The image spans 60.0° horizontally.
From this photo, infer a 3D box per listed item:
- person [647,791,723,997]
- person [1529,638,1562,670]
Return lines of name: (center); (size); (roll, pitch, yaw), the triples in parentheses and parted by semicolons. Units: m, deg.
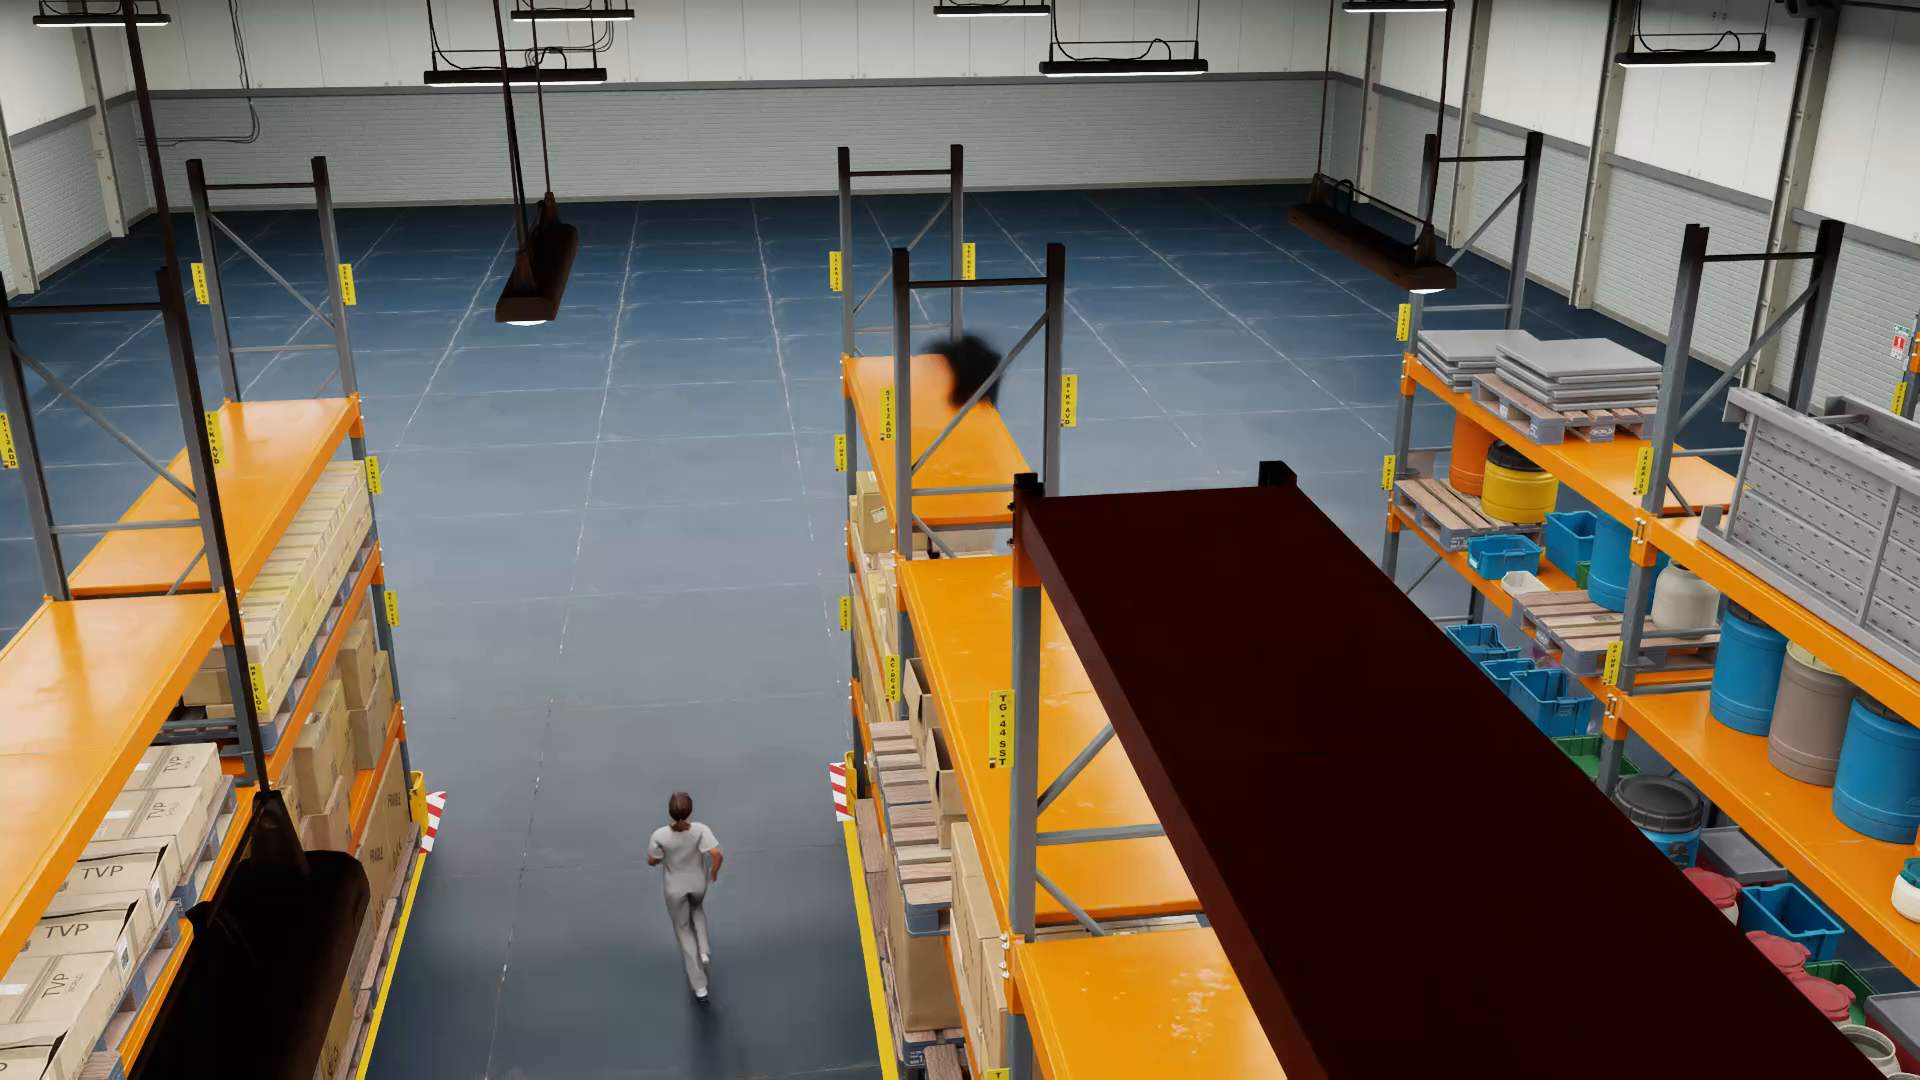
person: (-2.088, 2.661, 12.651); (0.527, 1.678, 0.689); (-8, 23, -20)
person: (5.825, 1.302, 16.325); (0.559, 1.519, 0.519); (14, 25, 31)
